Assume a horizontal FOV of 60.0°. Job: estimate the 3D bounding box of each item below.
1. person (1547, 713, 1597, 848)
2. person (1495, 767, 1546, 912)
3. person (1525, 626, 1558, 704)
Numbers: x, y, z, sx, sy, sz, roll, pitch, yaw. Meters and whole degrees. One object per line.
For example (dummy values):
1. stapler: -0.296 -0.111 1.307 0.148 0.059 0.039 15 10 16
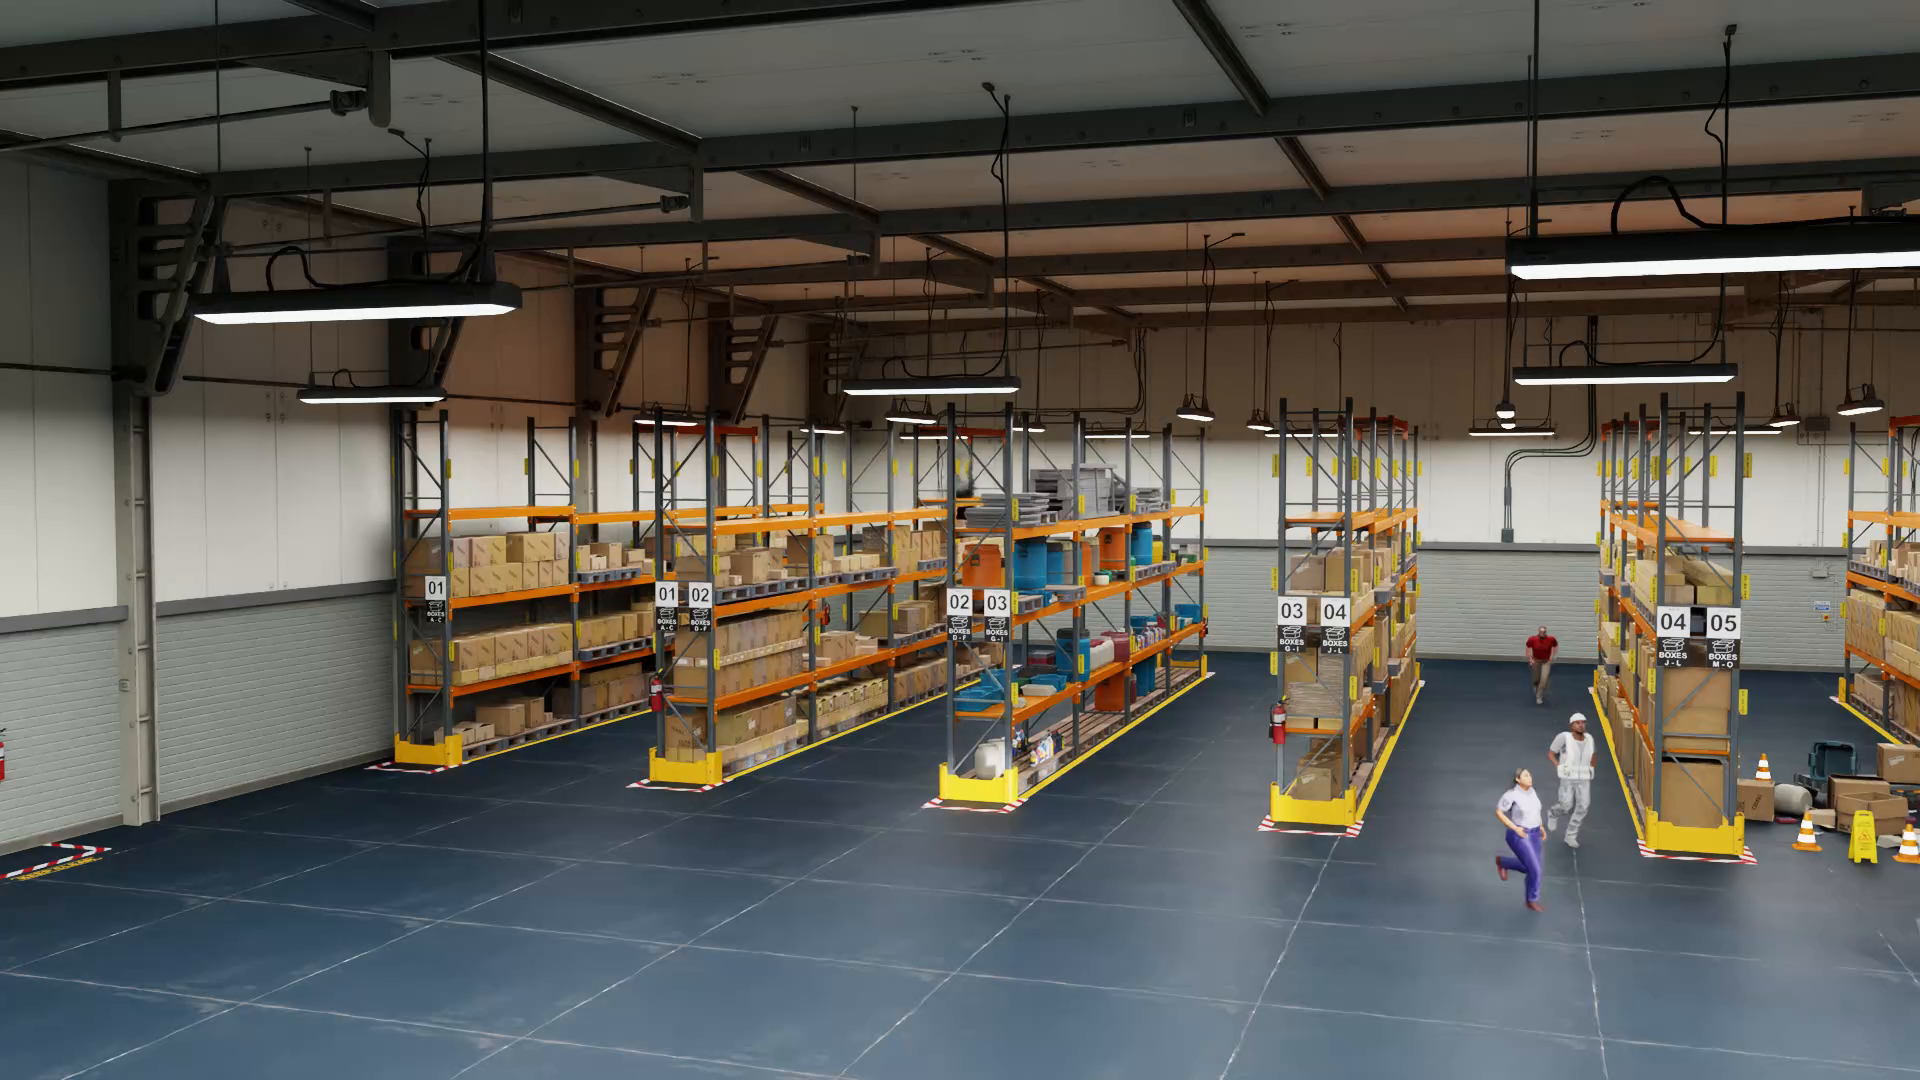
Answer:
1. person: 8.215 3.183 22.275 0.702 1.750 0.694 0 2 -4
2. person: 6.433 3.416 19.087 0.583 1.589 0.770 -2 3 -37
3. person: 12.486 2.672 35.732 0.664 1.696 0.883 0 2 11
